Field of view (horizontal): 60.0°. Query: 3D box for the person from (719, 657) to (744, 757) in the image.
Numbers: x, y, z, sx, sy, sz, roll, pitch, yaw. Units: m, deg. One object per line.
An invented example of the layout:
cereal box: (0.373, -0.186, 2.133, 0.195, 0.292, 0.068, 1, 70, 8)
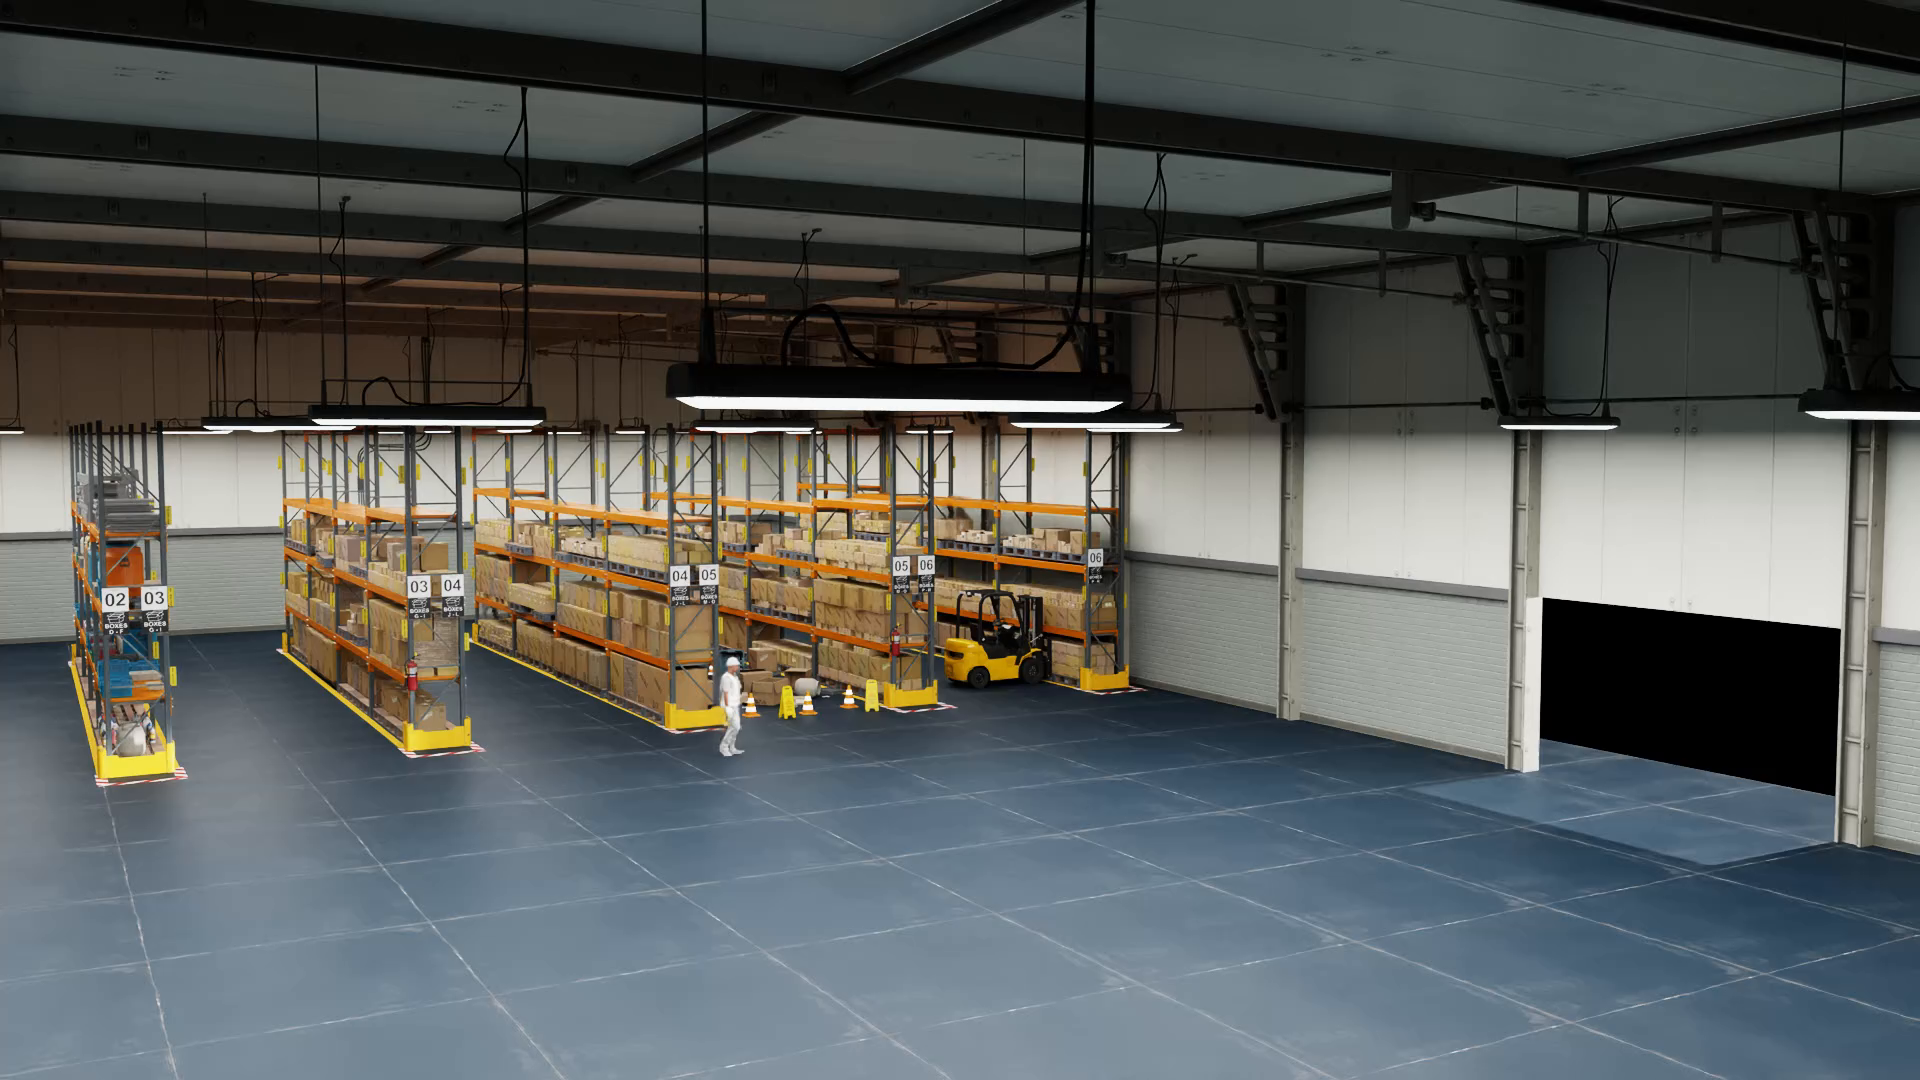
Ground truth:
person: (-4.101, 2.992, 29.918, 0.406, 1.781, 0.660, 0, 4, 4)

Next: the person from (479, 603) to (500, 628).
person: (-14.091, 1.870, 49.843, 0.575, 1.532, 0.984, 0, 4, 4)

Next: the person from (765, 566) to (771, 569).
person: (-6.086, 1.639, 52.458, 0.528, 1.662, 0.769, 0, 4, 6)
